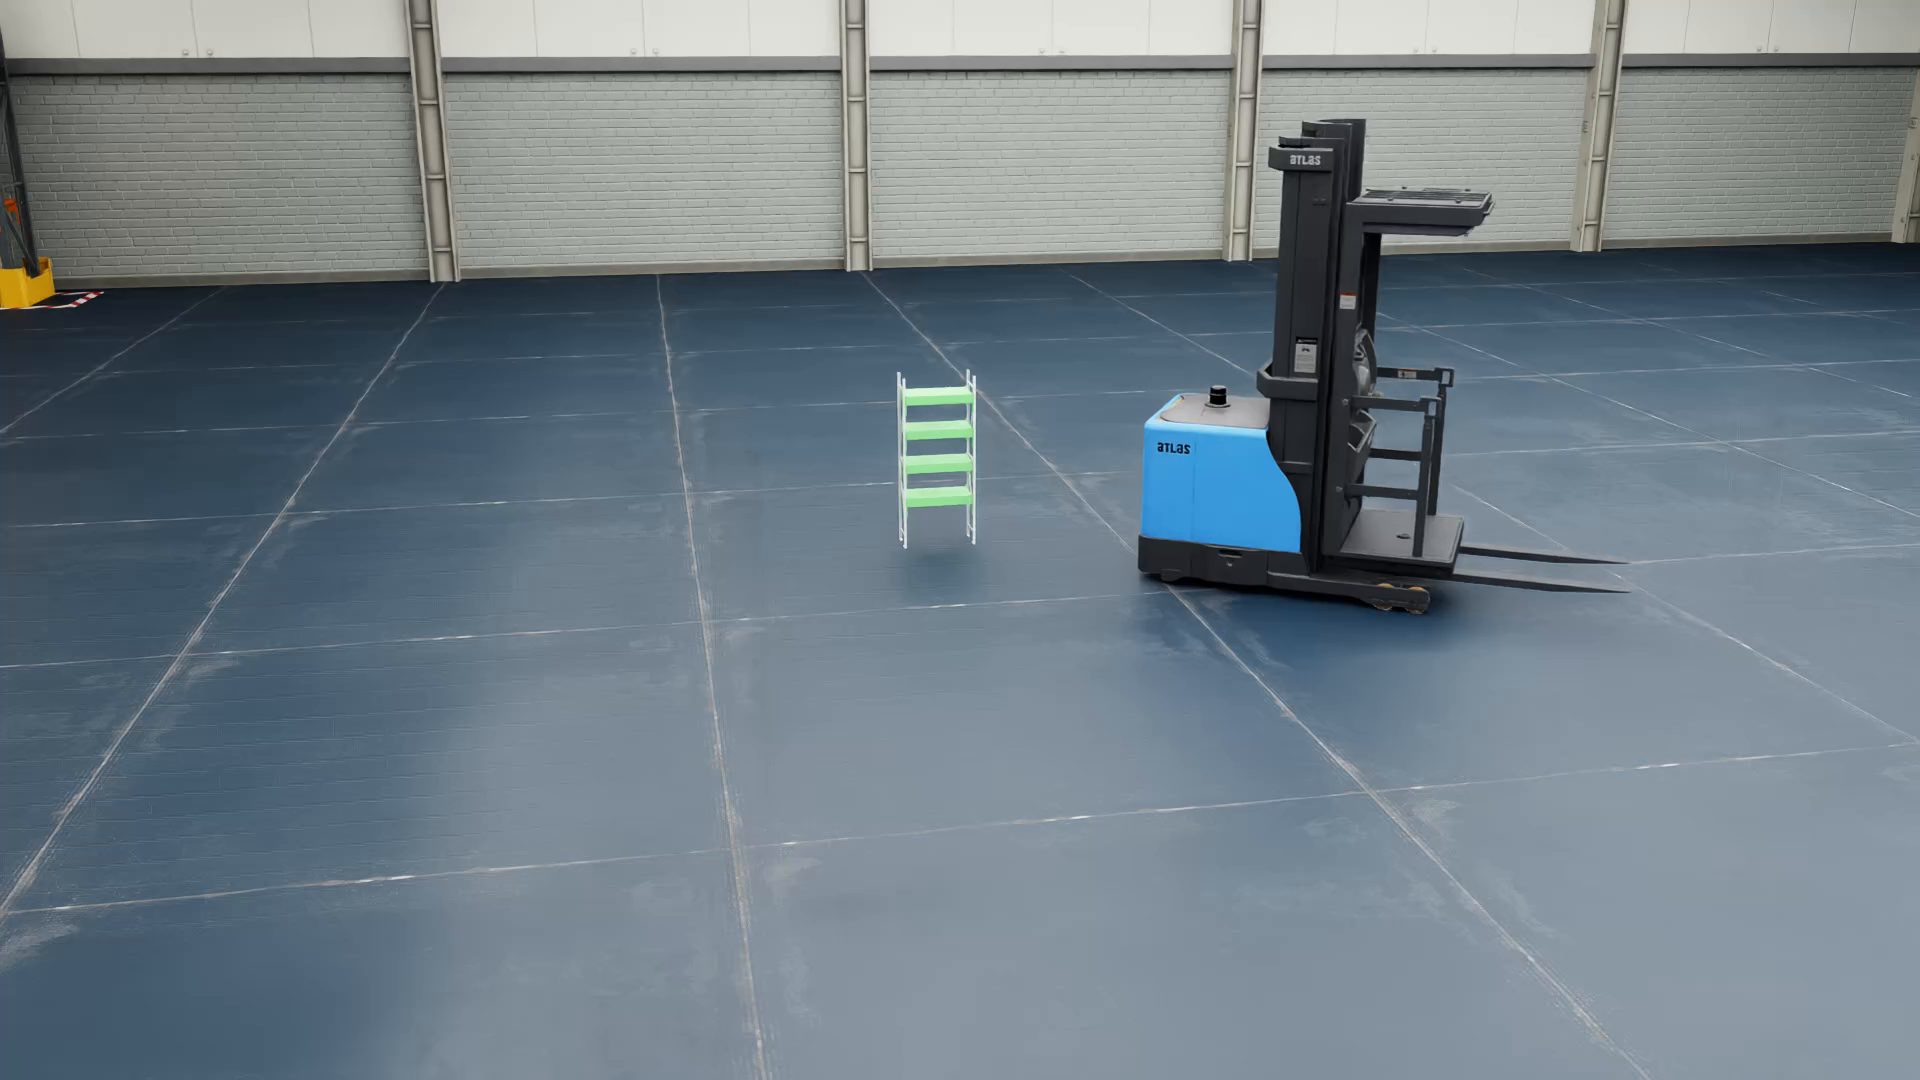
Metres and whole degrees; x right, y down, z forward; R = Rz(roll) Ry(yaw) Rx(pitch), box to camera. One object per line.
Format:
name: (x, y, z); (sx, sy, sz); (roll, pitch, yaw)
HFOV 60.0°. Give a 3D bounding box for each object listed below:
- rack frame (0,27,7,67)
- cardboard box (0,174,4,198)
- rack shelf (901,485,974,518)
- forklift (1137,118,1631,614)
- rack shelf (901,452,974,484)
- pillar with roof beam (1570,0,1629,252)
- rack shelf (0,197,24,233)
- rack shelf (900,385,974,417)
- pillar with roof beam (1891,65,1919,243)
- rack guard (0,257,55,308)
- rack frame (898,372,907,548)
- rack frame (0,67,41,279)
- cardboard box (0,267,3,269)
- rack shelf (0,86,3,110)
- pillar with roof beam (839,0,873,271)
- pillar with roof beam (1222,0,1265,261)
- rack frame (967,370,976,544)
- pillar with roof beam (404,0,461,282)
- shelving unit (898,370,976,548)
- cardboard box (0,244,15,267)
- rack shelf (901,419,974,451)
rack frame: (-12.461, -7.494, 20.883); (0.127, 3.000, 1.000); (-3, 17, -10)
cardboard box: (-13.000, -4.726, 21.919); (0.500, 0.500, 0.500); (-3, 17, -9)
rack shelf: (-0.163, -0.274, 11.695); (0.480, 0.148, 0.258); (-3, 17, -10)
forklift: (2.742, -1.119, 10.463); (3.031, 2.935, 1.130); (6, 18, 19)
rack shelf: (-0.163, -0.503, 11.624); (0.480, 0.148, 0.258); (-3, 17, -10)
pillar with roof beam: (11.066, -7.810, 21.914); (0.400, 9.000, 9.100); (-3, 17, -10)
rack shelf: (-14.424, -4.170, 21.506); (4.000, 0.370, 1.077); (-3, 17, -10)
rack shelf: (-0.163, -0.962, 11.483); (0.480, 0.148, 0.258); (-3, 17, -10)
pillar with roof beam: (16.957, -8.144, 23.002); (0.400, 9.000, 9.100); (-3, 17, -10)
rack guard: (-12.437, -3.432, 22.135); (0.348, 0.500, 1.175); (-3, 17, -10)
rack frame: (-0.402, -0.551, 11.561); (0.015, 1.200, 0.240); (-3, 17, -10)
rack frame: (-12.461, -4.626, 21.763); (0.127, 3.000, 1.000); (-3, 17, -10)
cardboard box: (-12.980, -3.541, 22.200); (0.500, 0.250, 0.500); (-3, 17, -10)
rack shelf: (-14.424, -5.604, 21.066); (4.000, 0.370, 1.077); (-3, 17, -10)
pillar with roof beam: (-0.716, -7.142, 19.738); (0.400, 9.000, 9.100); (-3, 17, -10)
pillar with roof beam: (5.175, -7.476, 20.826); (0.400, 9.000, 9.100); (-3, 17, -10)
rack frame: (0.077, -0.578, 11.650); (0.015, 1.200, 0.240); (-3, 17, -10)
pillar with roof beam: (-6.607, -6.808, 18.650); (0.400, 9.000, 9.100); (-3, 17, -10)
shelving unit: (-0.163, -0.564, 11.606); (0.503, 1.200, 0.258); (-3, 17, -10)
cardboard box: (-12.962, -3.785, 22.142); (0.500, 0.250, 0.500); (-3, 17, -9)
rack shelf: (-0.163, -0.733, 11.554); (0.480, 0.148, 0.258); (-3, 17, -10)
